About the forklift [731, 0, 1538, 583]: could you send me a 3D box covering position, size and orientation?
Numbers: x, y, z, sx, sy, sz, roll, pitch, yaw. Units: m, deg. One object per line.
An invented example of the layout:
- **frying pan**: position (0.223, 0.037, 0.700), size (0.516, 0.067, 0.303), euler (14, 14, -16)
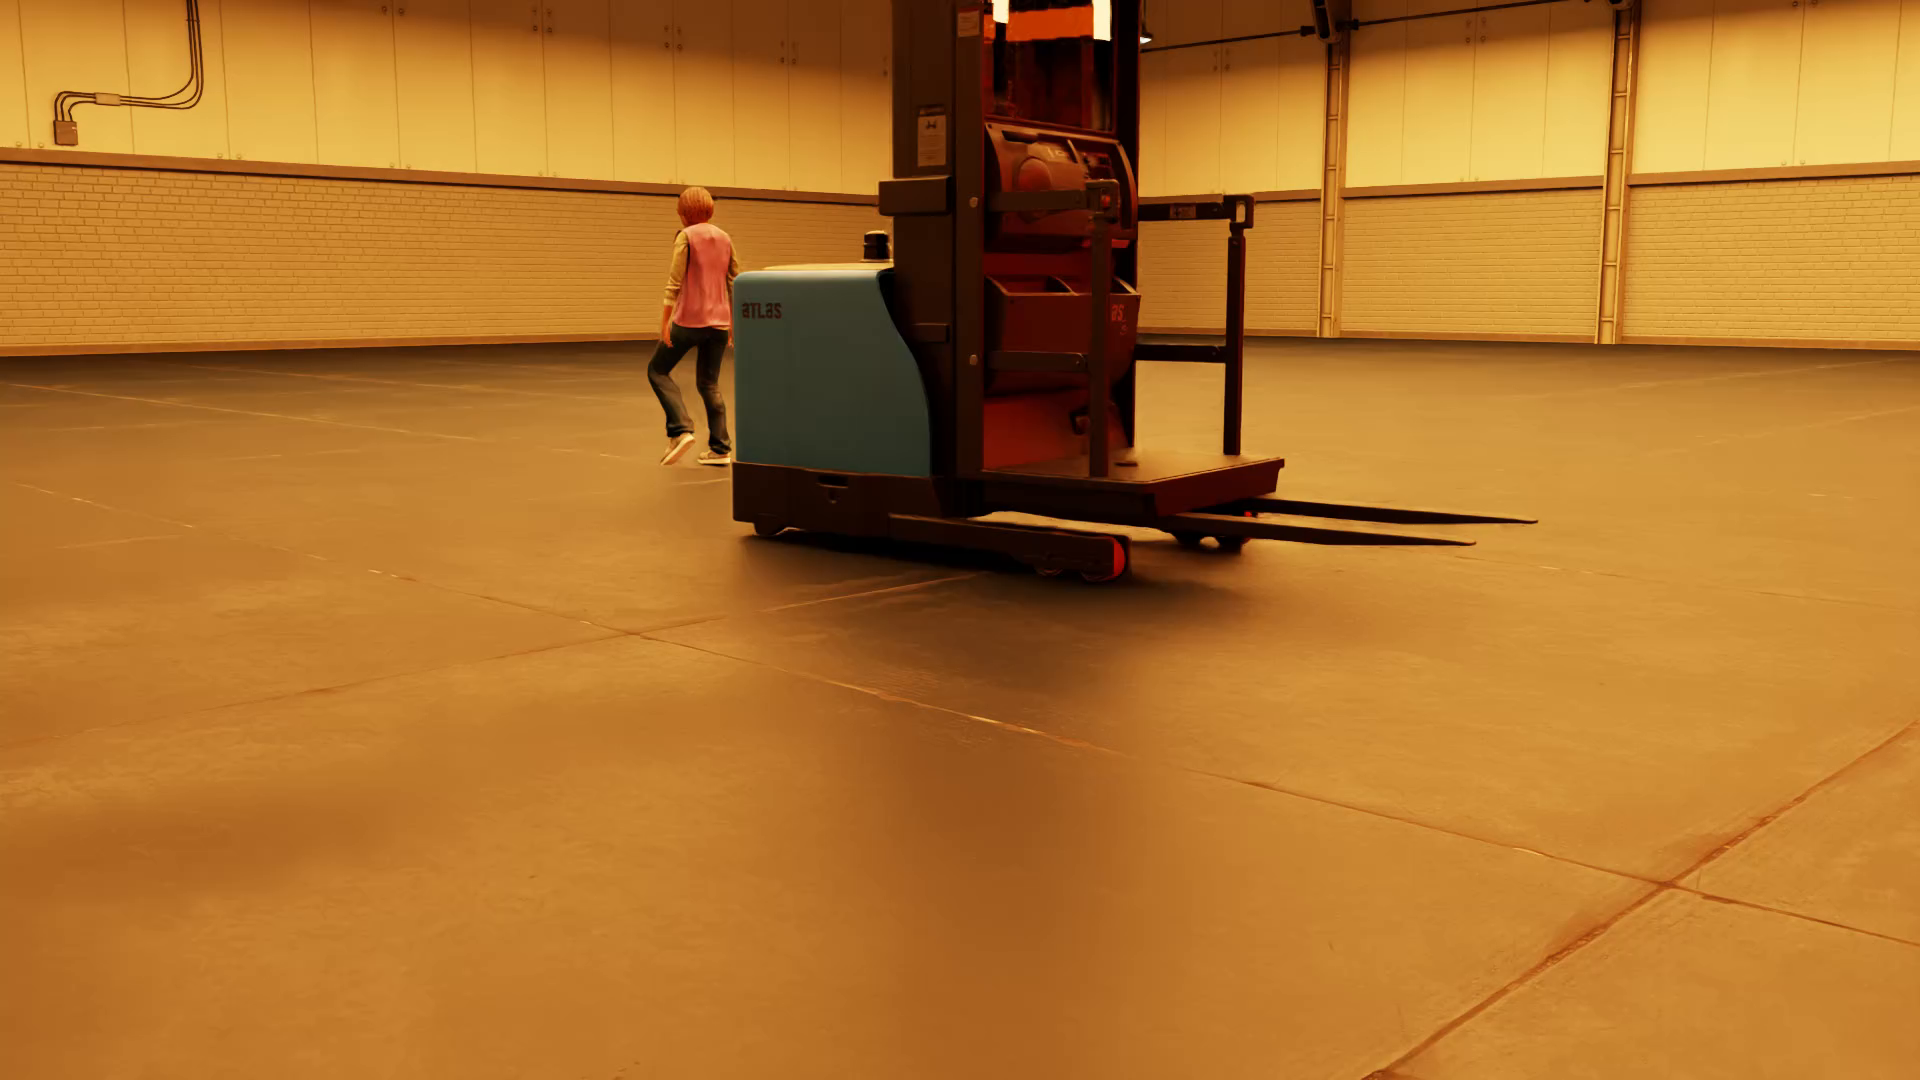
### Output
- **forklift**: position (0.557, -1.391, 6.110), size (3.031, 2.935, 1.130), euler (6, 11, 36)

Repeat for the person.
- **person**: position (-1.517, -1.214, 9.512), size (0.445, 1.584, 0.519), euler (7, 11, 40)
